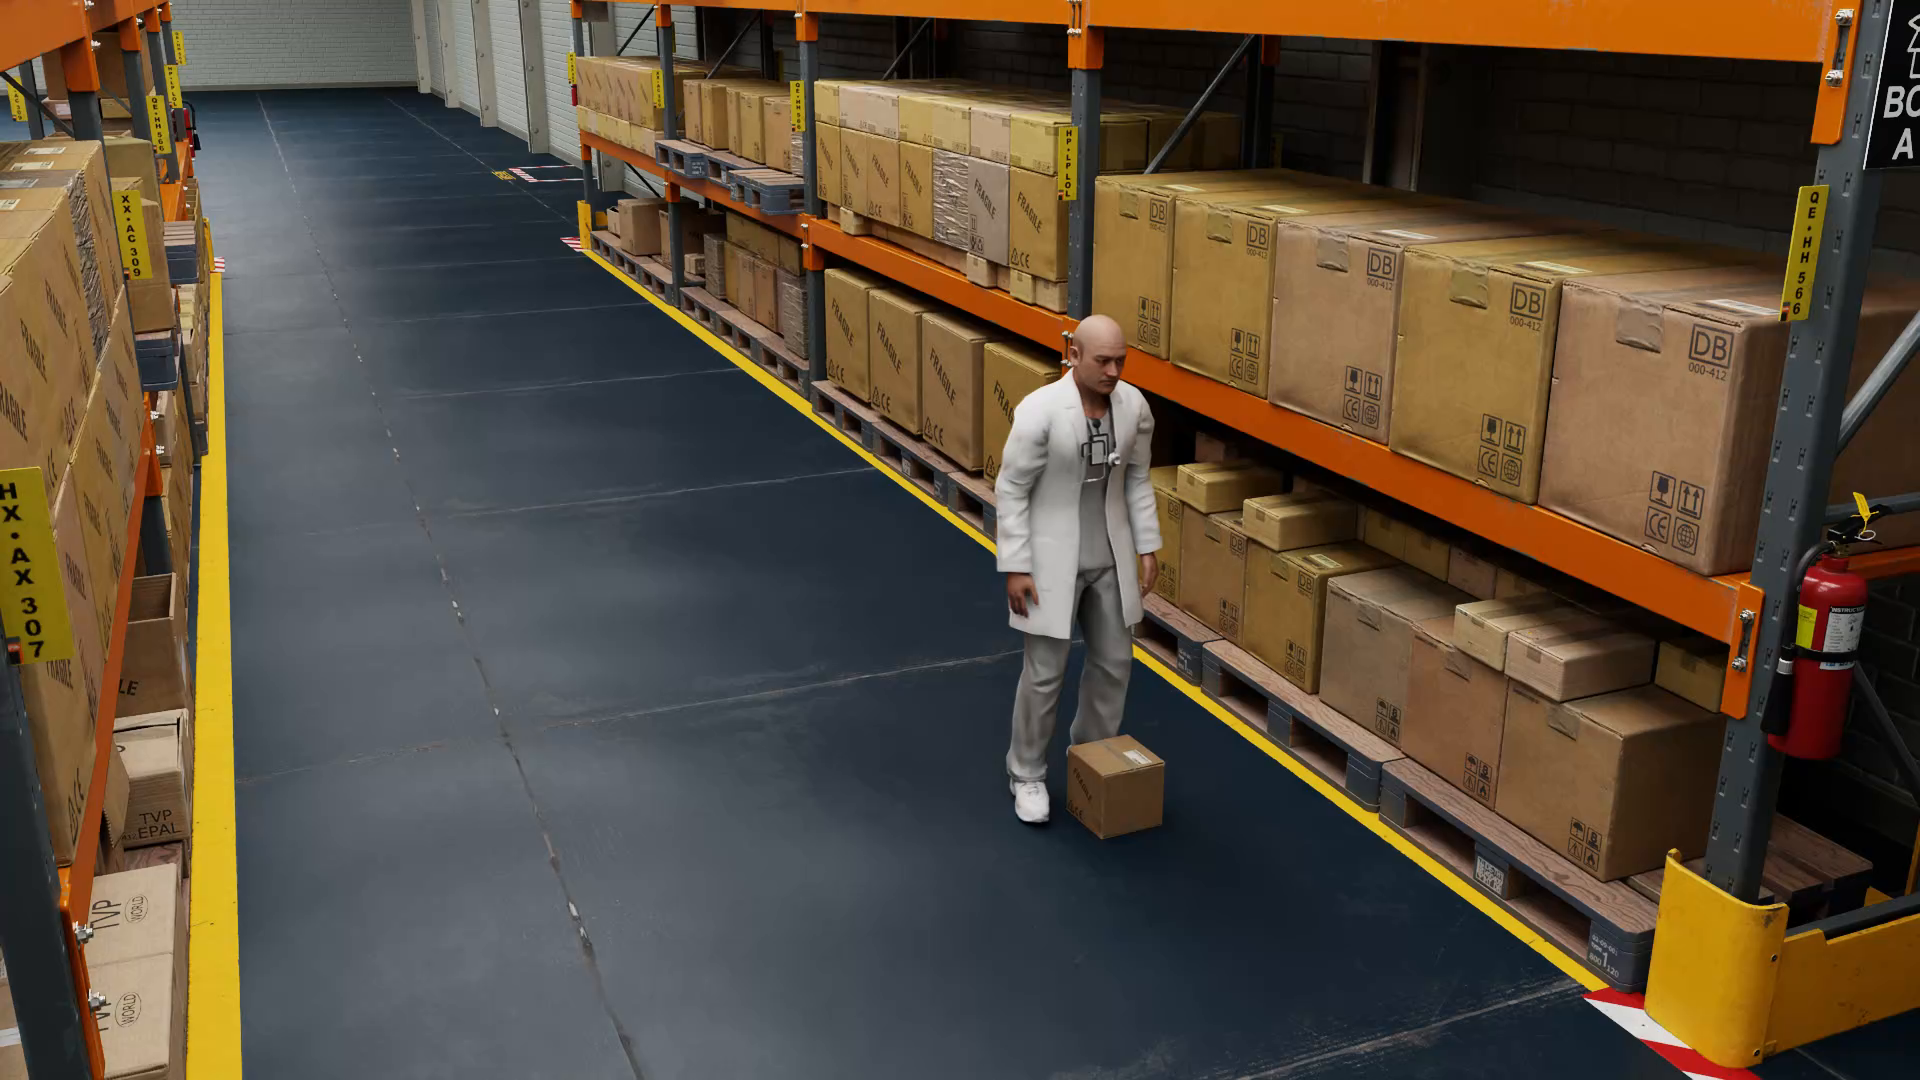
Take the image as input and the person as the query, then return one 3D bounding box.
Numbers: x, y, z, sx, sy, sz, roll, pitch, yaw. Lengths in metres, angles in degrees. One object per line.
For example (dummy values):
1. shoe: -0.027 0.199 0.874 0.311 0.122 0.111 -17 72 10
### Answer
1. person: 0.422 0.083 5.839 0.653 1.774 0.418 -9 20 -24
